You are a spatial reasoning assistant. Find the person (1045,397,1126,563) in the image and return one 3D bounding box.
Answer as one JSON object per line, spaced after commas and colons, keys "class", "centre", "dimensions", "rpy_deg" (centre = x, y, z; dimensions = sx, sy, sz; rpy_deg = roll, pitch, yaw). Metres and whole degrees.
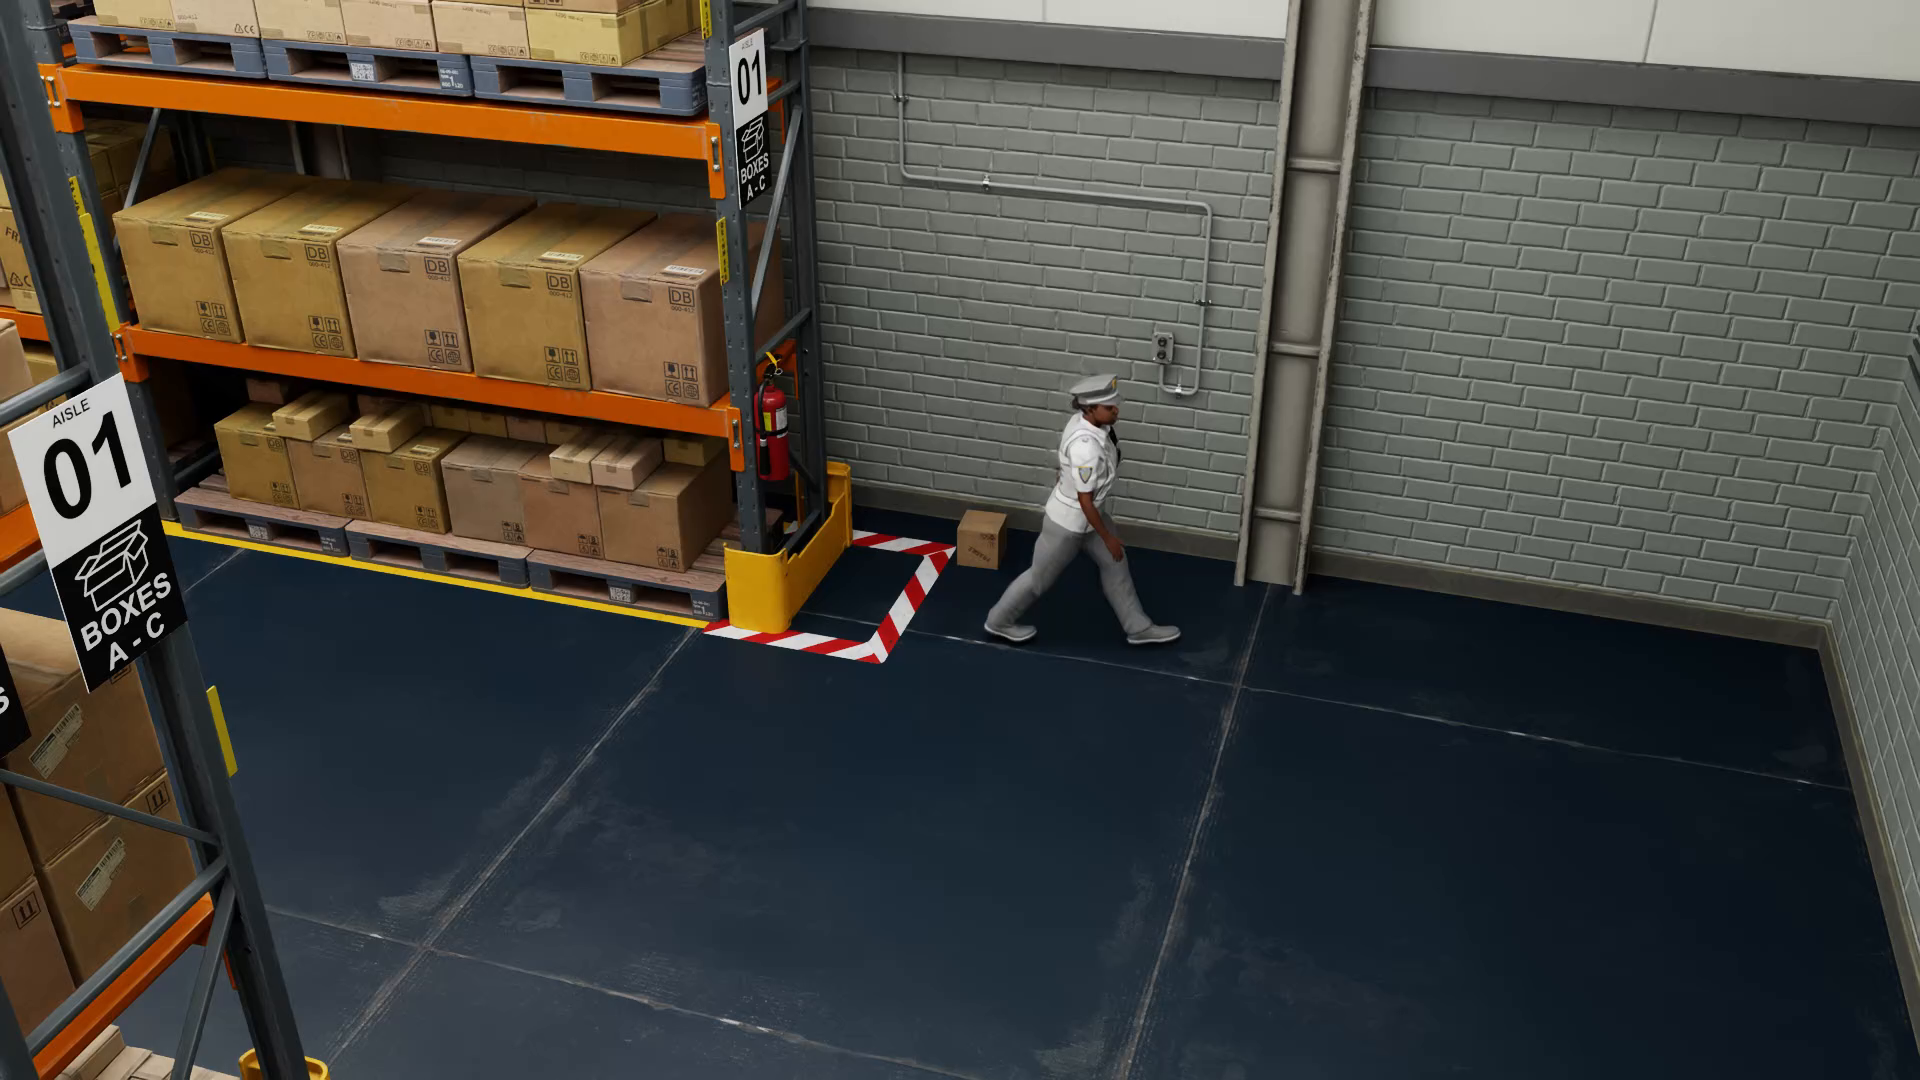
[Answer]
{"class": "person", "centre": [0.648, -0.398, 8.566], "dimensions": [0.516, 0.952, 0.484], "rpy_deg": [9, 31, 15]}
